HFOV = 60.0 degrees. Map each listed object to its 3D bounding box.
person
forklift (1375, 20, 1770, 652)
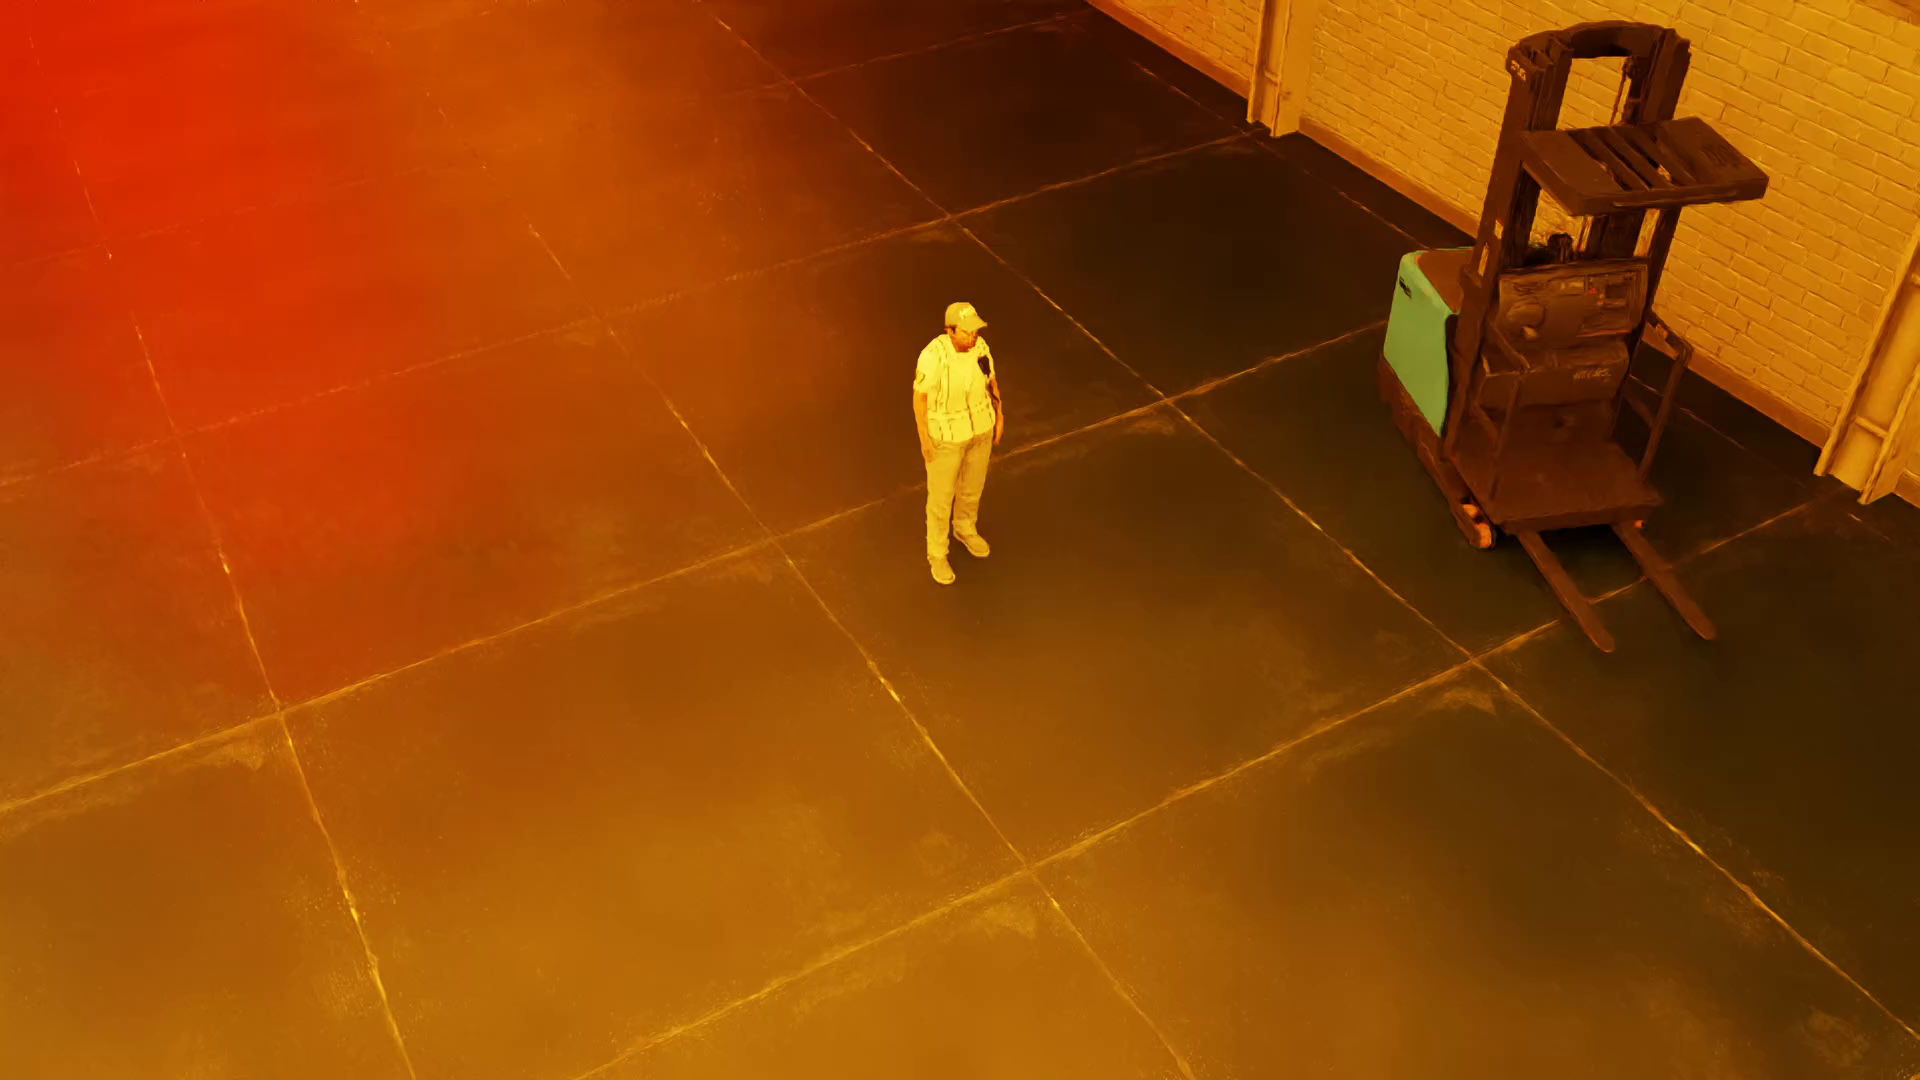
[{"bbox_3d":[0.019,-0.597,9.736,0.598,1.669,0.529,-20,44,-23],"label":"person"},{"bbox_3d":[3.645,-1.325,9.633,1.130,2.935,3.031,-7,40,-8],"label":"forklift"}]
